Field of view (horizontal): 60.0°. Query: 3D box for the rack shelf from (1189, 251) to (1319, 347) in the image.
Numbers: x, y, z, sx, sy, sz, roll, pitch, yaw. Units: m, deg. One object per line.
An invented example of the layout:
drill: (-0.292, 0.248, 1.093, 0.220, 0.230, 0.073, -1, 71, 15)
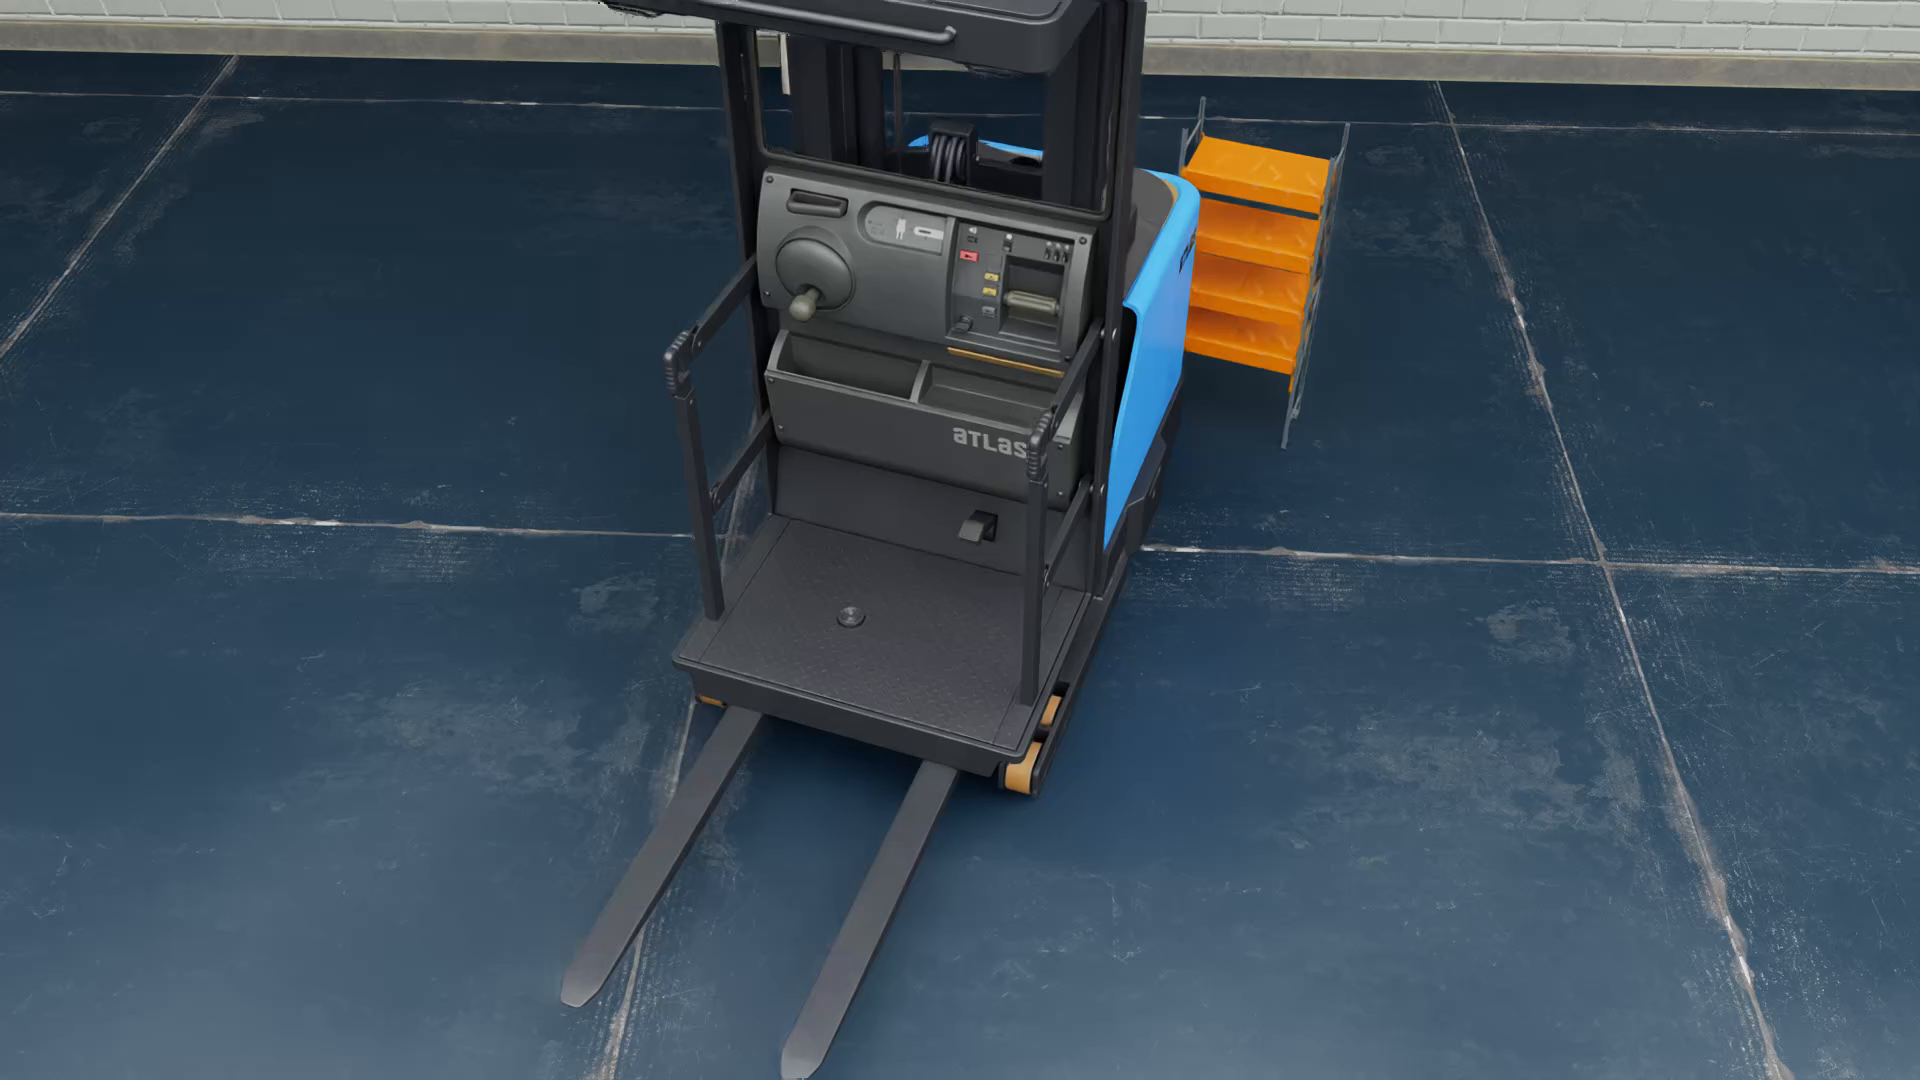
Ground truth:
rack shelf: (1.003, -0.863, 5.895, 0.480, 0.148, 0.258, 15, 45, 16)

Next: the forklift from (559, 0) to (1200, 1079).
forklift: (-0.178, -0.642, 4.288, 1.130, 2.935, 3.031, 14, 45, 14)

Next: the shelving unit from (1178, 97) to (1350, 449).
shelving unit: (1.003, -0.912, 5.849, 0.503, 1.200, 0.258, 15, 45, 16)

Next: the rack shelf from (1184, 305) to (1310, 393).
rack shelf: (1.003, -0.718, 6.030, 0.480, 0.148, 0.258, 15, 45, 16)

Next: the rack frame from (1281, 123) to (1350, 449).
rack frame: (1.230, -0.851, 5.783, 0.015, 1.200, 0.240, 15, 45, 16)

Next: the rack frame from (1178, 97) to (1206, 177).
rack frame: (0.776, -0.974, 5.915, 0.015, 1.200, 0.240, 15, 45, 16)

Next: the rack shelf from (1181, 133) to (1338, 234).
rack shelf: (1.003, -1.200, 5.581, 0.480, 0.148, 0.258, 15, 45, 16)

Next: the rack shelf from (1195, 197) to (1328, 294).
rack shelf: (1.003, -1.027, 5.742, 0.480, 0.148, 0.258, 15, 45, 16)

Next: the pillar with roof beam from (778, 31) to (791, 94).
pillar with roof beam: (-0.849, -2.631, 1.972, 0.400, 9.000, 9.100, 2, 43, 2)
